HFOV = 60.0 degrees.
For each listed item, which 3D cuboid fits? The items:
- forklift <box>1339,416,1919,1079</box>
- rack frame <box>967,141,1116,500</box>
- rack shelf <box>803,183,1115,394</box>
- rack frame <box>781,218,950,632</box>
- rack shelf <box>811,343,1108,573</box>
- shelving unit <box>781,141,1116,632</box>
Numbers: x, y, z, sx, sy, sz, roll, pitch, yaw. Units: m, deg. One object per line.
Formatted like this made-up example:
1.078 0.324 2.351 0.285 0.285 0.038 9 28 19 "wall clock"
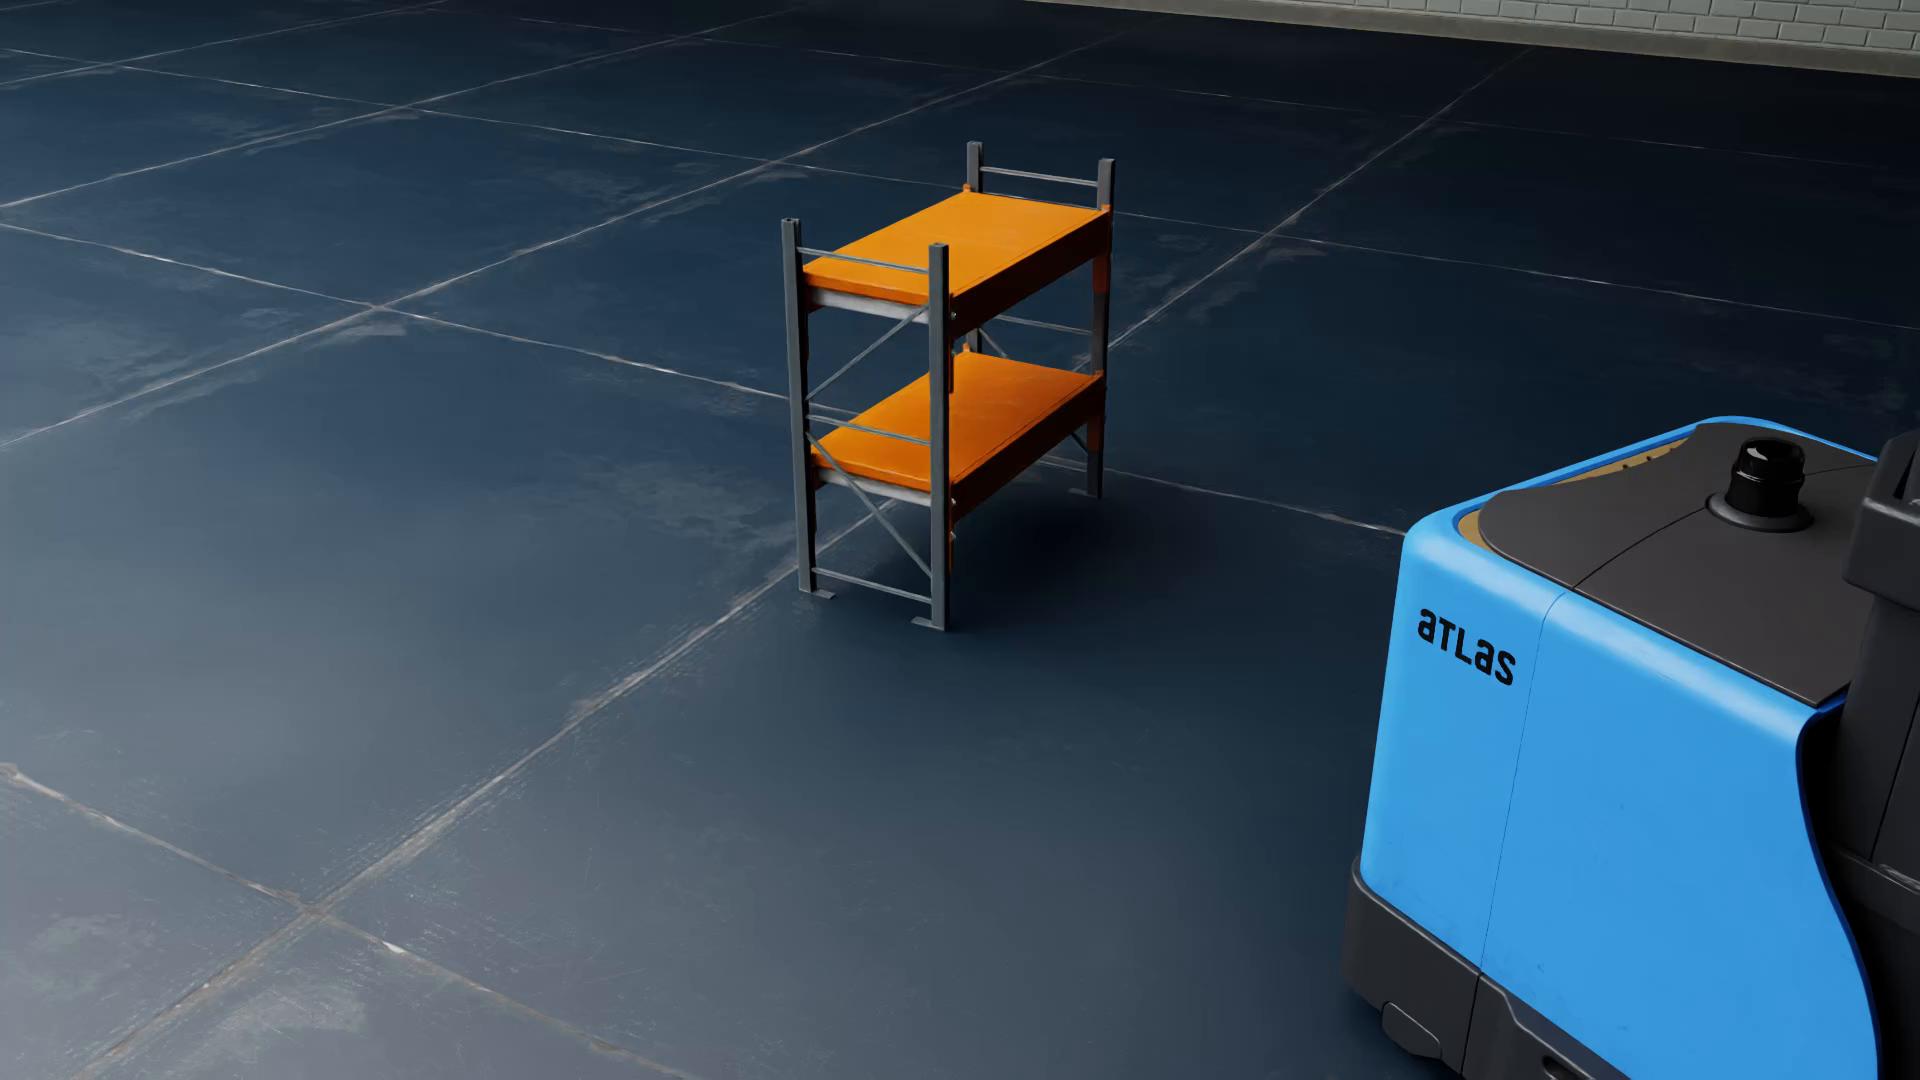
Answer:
1.995 0.047 1.882 1.130 2.935 3.031 -16 31 -29 "forklift"
0.247 -0.698 5.389 0.500 1.125 0.032 14 30 26 "rack frame"
-0.003 -0.762 4.862 0.538 0.278 1.000 14 30 26 "rack shelf"
-0.253 -0.302 4.597 0.500 1.125 0.032 14 30 26 "rack frame"
-0.003 -0.282 5.102 0.538 0.278 1.000 14 30 26 "rack shelf"
-0.003 -0.500 4.993 0.538 1.125 1.048 14 30 26 "shelving unit"
